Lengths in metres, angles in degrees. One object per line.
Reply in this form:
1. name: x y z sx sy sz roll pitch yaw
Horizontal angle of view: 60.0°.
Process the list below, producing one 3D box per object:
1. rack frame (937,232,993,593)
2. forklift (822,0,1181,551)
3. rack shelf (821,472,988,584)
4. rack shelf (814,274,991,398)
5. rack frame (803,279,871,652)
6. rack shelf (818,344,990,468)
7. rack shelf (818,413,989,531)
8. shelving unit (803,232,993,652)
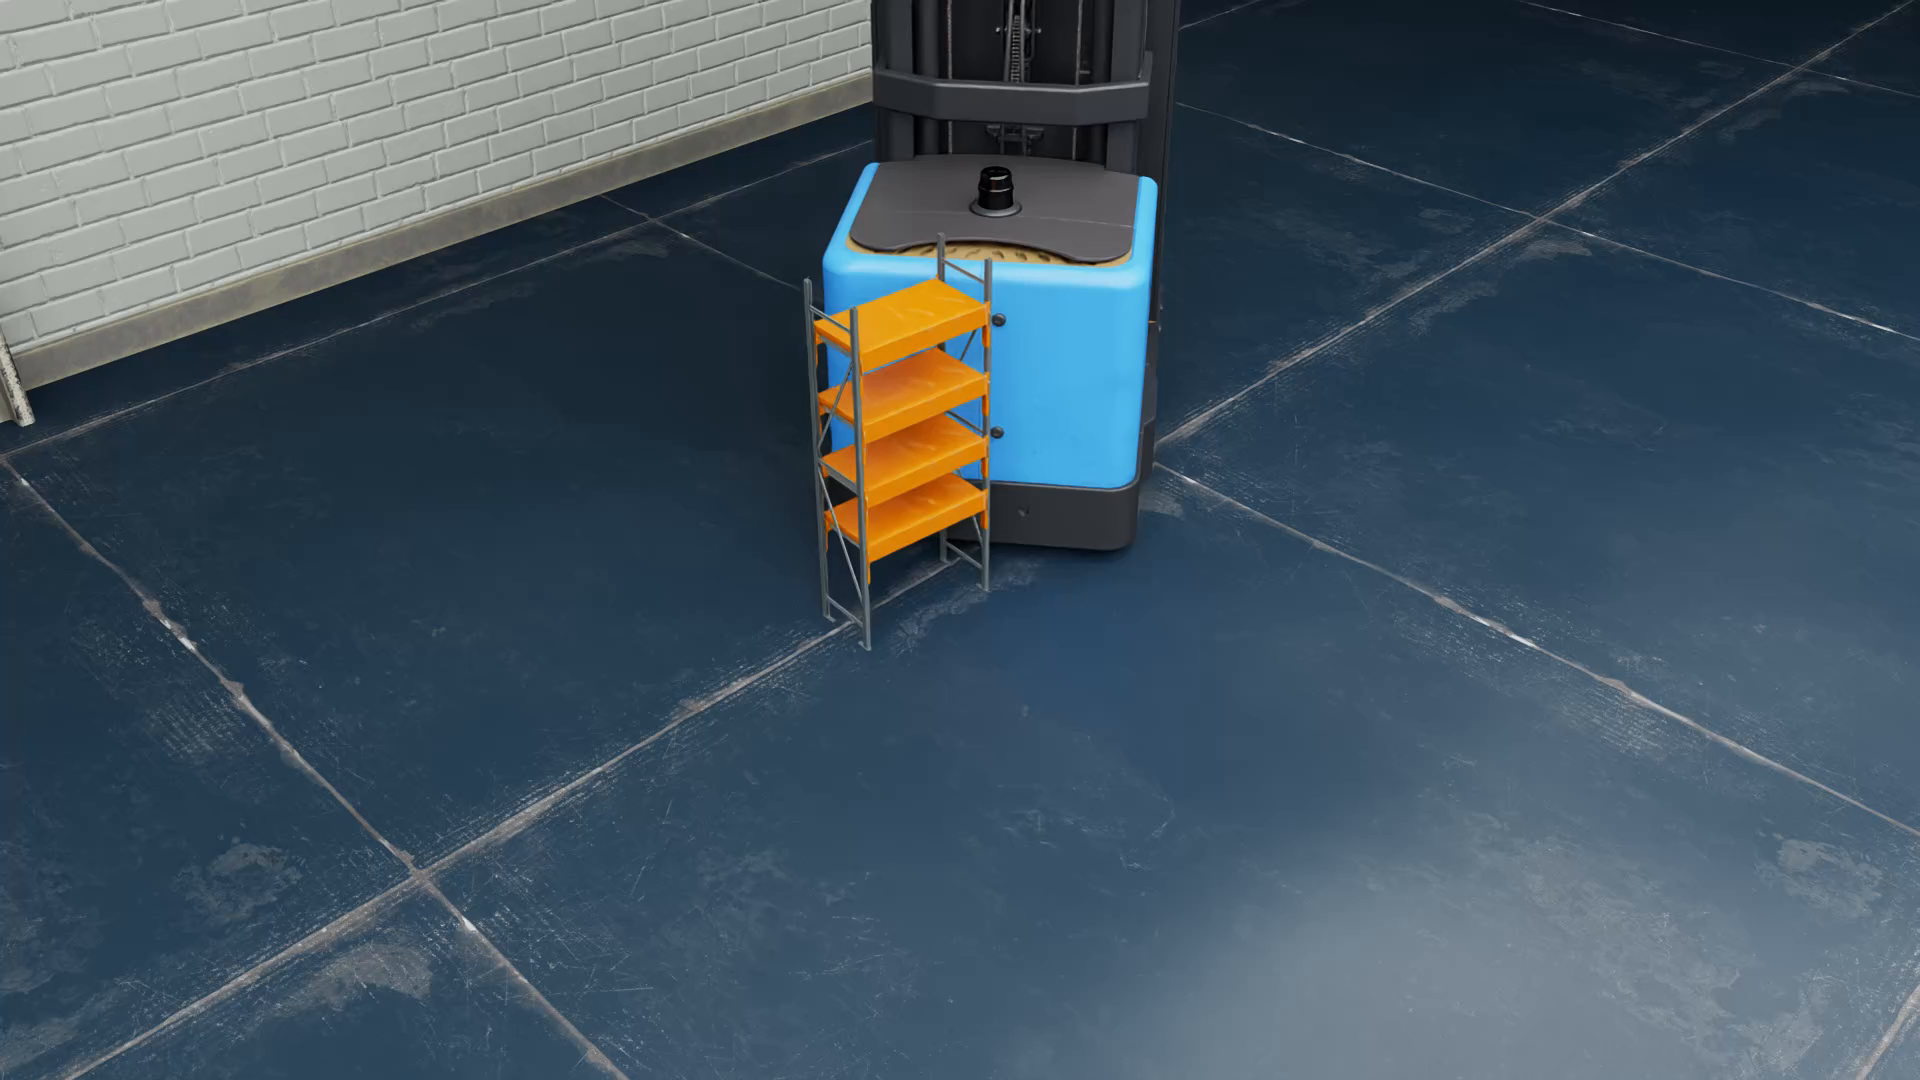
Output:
1. rack frame: 0.013 -0.373 5.236 0.015 1.200 0.240 -25 42 -32
2. forklift: 0.261 -1.998 6.052 1.130 2.935 3.031 4 35 6
3. rack shelf: -0.175 -0.066 5.260 0.480 0.148 0.258 -25 42 -32
4. rack shelf: -0.175 -0.606 4.883 0.480 0.148 0.258 -25 42 -32
5. rack frame: -0.363 -0.195 4.980 0.015 1.200 0.240 -25 42 -32
6. rack shelf: -0.175 -0.412 5.018 0.480 0.148 0.258 -25 42 -32
7. rack shelf: -0.175 -0.229 5.146 0.480 0.148 0.258 -25 42 -32
8. shelving unit: -0.175 -0.284 5.108 0.503 1.200 0.258 -25 42 -32
